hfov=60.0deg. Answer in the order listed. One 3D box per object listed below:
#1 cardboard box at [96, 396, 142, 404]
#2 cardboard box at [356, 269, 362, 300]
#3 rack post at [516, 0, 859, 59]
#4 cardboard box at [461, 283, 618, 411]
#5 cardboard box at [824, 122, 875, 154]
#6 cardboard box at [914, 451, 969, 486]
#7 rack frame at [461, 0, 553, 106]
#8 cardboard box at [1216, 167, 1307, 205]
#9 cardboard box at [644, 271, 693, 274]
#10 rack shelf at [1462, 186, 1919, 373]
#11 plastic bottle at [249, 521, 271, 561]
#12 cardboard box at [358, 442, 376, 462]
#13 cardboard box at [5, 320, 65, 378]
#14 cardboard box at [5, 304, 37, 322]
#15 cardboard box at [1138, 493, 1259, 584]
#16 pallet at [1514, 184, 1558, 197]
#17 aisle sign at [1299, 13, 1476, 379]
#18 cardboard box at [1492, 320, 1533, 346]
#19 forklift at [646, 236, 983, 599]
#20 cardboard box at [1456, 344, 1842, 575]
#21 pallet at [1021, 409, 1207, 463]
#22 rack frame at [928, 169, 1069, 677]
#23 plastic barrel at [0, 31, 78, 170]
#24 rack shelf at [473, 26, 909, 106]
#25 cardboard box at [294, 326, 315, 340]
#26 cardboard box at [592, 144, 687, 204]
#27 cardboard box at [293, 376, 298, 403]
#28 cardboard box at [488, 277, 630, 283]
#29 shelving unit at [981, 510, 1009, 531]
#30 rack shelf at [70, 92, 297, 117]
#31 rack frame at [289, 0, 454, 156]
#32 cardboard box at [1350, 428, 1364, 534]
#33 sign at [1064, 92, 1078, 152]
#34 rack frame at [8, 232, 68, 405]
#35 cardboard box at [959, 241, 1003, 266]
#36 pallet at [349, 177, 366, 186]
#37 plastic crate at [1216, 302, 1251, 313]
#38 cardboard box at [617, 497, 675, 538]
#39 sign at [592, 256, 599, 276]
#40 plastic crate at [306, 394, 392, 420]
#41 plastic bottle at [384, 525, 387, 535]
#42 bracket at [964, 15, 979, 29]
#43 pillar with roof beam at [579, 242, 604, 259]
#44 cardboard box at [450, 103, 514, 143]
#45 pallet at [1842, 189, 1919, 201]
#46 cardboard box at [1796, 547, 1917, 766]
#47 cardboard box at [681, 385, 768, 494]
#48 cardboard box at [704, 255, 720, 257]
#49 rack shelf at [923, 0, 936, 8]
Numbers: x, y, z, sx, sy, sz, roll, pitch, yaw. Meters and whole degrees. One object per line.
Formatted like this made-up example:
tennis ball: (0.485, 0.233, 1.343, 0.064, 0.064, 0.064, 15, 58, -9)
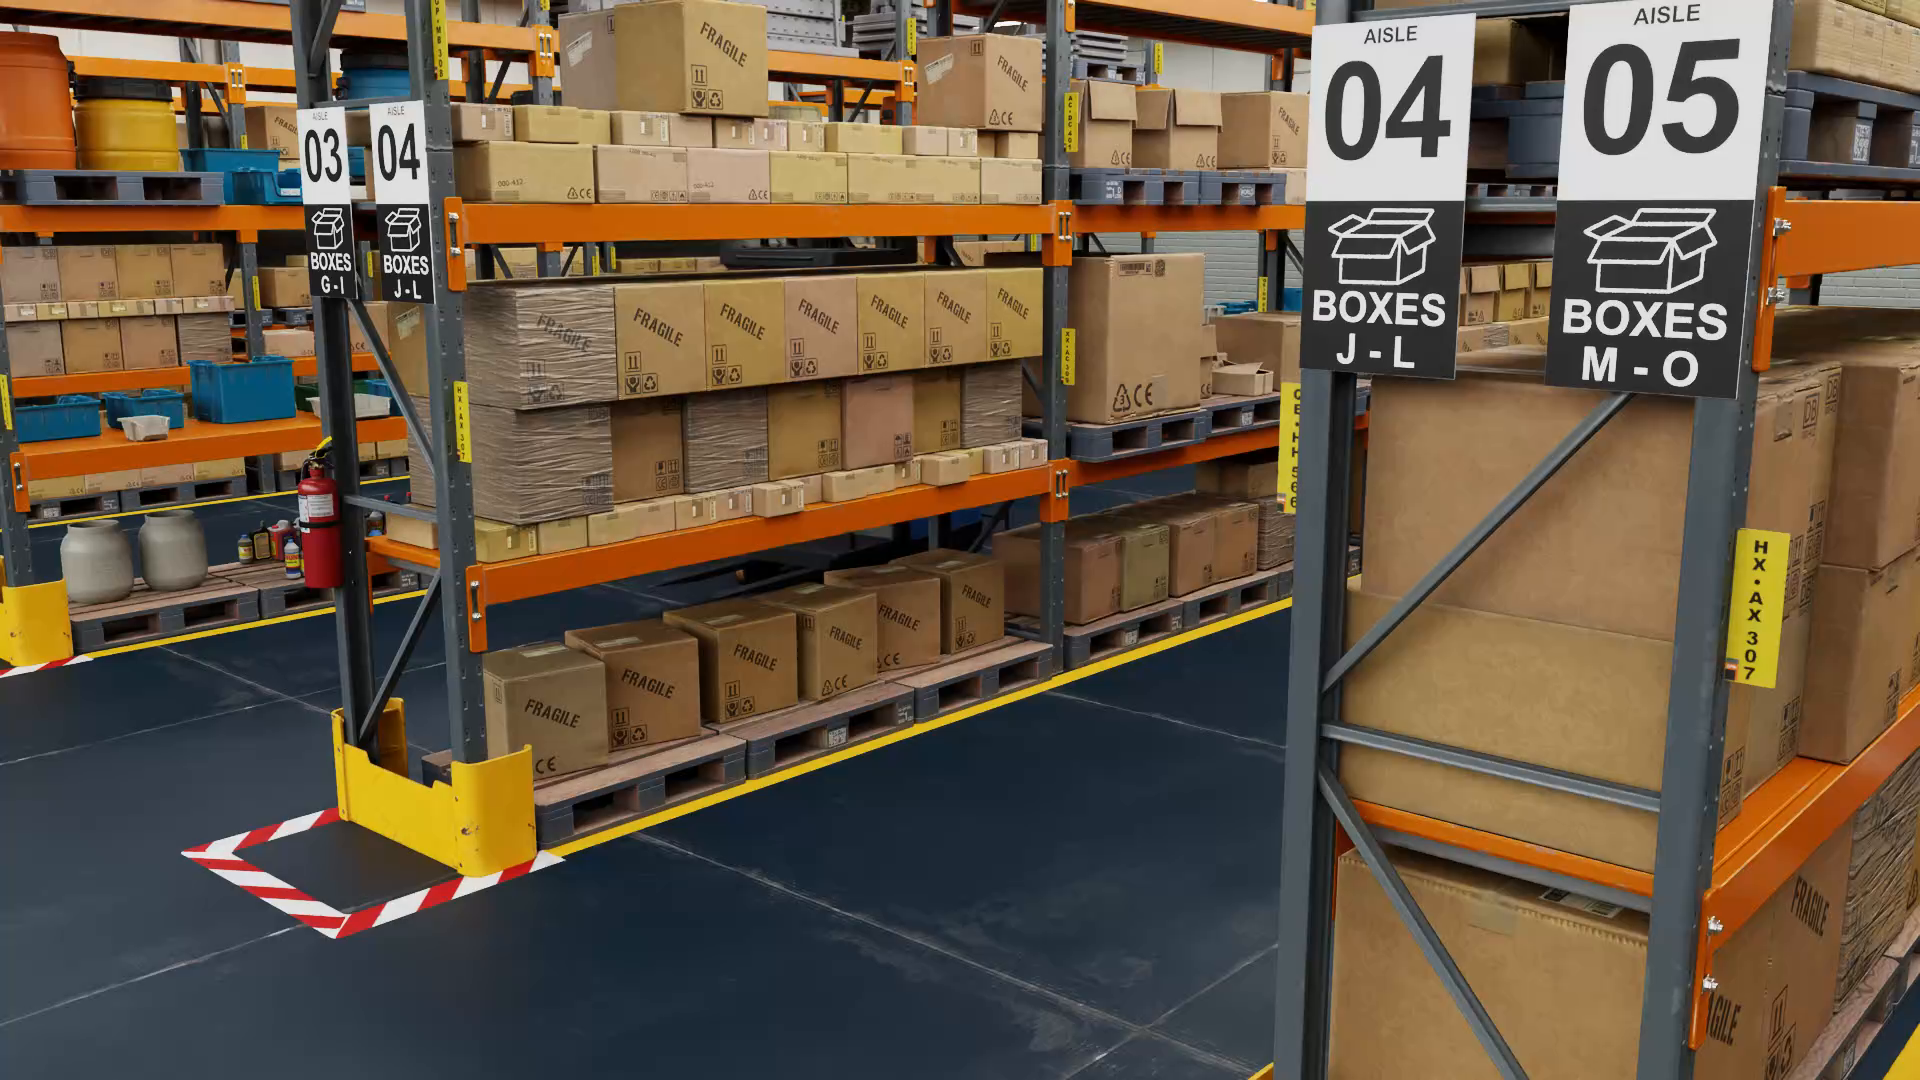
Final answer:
cardboard box: (-8.090, -1.117, 16.181, 0.500, 0.500, 0.500, 10, 15, 40)
cardboard box: (-8.194, -3.531, 23.167, 0.500, 0.500, 0.500, 10, 15, 41)
rack post: (-2.271, -4.694, 14.228, 1.013, 1.000, 3.121, 10, 15, 40)
cardboard box: (-1.858, -0.856, 7.269, 0.500, 0.500, 0.500, 10, 15, 40)
cardboard box: (-0.649, -2.026, 8.404, 0.380, 0.149, 0.250, 11, 16, 43)
cardboard box: (-0.170, -0.405, 9.220, 0.380, 0.149, 0.250, 10, 15, 40)
rack frame: (-3.506, -4.295, 12.742, 1.000, 3.000, 0.127, 10, 15, 40)
cardboard box: (2.074, -2.449, 11.539, 0.500, 0.250, 0.500, 10, 15, 42)
cardboard box: (-3.506, -3.055, 20.521, 0.500, 0.500, 0.700, -9, 14, -37)
rack shelf: (2.553, -0.881, 5.141, 1.077, 0.370, 4.000, 10, 15, 40)
plastic bottle: (-5.200, 0.005, 12.340, 0.061, 0.283, 0.133, 10, 15, 42)
cardboard box: (-6.434, -0.954, 17.279, 0.500, 0.250, 0.500, 10, 15, 42)
cardboard box: (-8.527, -1.750, 15.060, 0.700, 0.500, 0.500, 10, 15, 42)
cardboard box: (-8.429, -2.029, 14.800, 0.380, 0.149, 0.250, 10, 15, 41)
cardboard box: (1.702, -0.023, 11.926, 0.500, 0.500, 0.700, -11, 15, -43)
pallet: (4.927, -3.126, 15.034, 0.805, 0.209, 1.217, 9, 14, 38)
aisle sign: (0.961, -0.772, 3.779, 0.394, 0.787, 0.004, 10, 15, 40)
cardboard box: (4.720, -1.685, 14.736, 0.500, 0.500, 0.500, 10, 15, 40)
forklift: (-1.053, -1.114, 12.307, 1.130, 2.935, 3.031, 8, 14, 33)
cardboard box: (1.801, -0.214, 4.484, 0.875, 0.550, 0.550, 10, 15, 40)
pallet: (0.828, -0.713, 10.611, 1.003, 0.211, 1.213, 10, 15, 40)
rack frame: (0.214, -0.713, 10.123, 1.000, 3.000, 0.127, 10, 15, 40)
plastic barrel: (-5.921, -2.740, 10.446, 0.600, 0.830, 0.708, 10, 15, 40)
rack shelf: (-2.186, -4.041, 14.325, 1.077, 0.370, 4.000, 10, 15, 40)
cardboard box: (-6.782, -2.082, 17.318, 0.396, 0.266, 0.258, 9, 15, 39)
cardboard box: (-1.578, -1.636, 7.469, 0.500, 0.250, 0.500, 9, 15, 39)
cardboard box: (-9.171, -2.039, 22.022, 0.700, 0.500, 0.500, 10, 15, 40)
cardboard box: (-1.923, -0.997, 7.977, 0.500, 0.500, 0.500, 10, 15, 40)
shelving unit: (0.109, -1.054, 14.127, 0.431, 2.100, 0.503, 10, 15, 40)
rack shelf: (-9.628, -5.322, 20.738, 1.077, 0.370, 4.000, 10, 15, 40)
rack frame: (-2.426, -3.067, 6.589, 1.000, 3.000, 0.127, 10, 15, 40)
cardboard box: (3.326, -0.564, 13.732, 1.225, 0.875, 0.875, 9, 14, 38)
sign: (0.627, -2.369, 9.433, 0.100, 0.325, 0.005, 10, 15, 40)
rack frame: (-10.948, -2.634, 19.742, 1.000, 3.000, 0.127, 10, 15, 40)
cardboard box: (0.277, -4.124, 24.392, 0.500, 0.500, 0.500, 10, 15, 42)
pallet: (-3.909, -2.613, 12.459, 1.213, 0.211, 1.003, 10, 15, 40)
plastic crate: (3.570, -2.976, 21.726, 0.416, 0.233, 0.300, 10, 15, 40)
cardboard box: (-1.554, -0.121, 7.801, 0.380, 0.149, 0.250, 10, 15, 40)
sign: (-4.165, -3.079, 19.015, 0.100, 0.325, 0.005, 10, 15, 40)
plastic crate: (-4.388, -0.953, 11.995, 0.530, 0.136, 0.437, 10, 15, 40)
plastic bottle: (-4.245, -0.020, 12.463, 0.061, 0.283, 0.133, 10, 15, 40)
bracket: (0.211, -9.980, 32.012, 0.235, 0.232, 0.430, 10, 15, 40)
pillar with roof beam: (-2.621, -6.412, 23.337, 9.100, 9.000, 0.400, 10, 15, 40)
cardboard box: (-2.071, -1.728, 6.912, 0.380, 0.149, 0.250, 10, 15, 40)
pallet: (4.442, -1.575, 7.270, 0.805, 0.209, 1.217, 9, 14, 38)
cardboard box: (2.255, 0.248, 4.930, 0.875, 0.550, 0.550, 10, 15, 40)
cardboard box: (-1.440, -0.554, 8.311, 0.875, 0.500, 0.500, 10, 15, 40)
cardboard box: (-3.828, -4.362, 27.627, 0.980, 0.700, 0.700, 10, 15, 40)
rack shelf: (-1.106, -3.006, 8.133, 1.077, 0.370, 4.000, 10, 15, 40)
